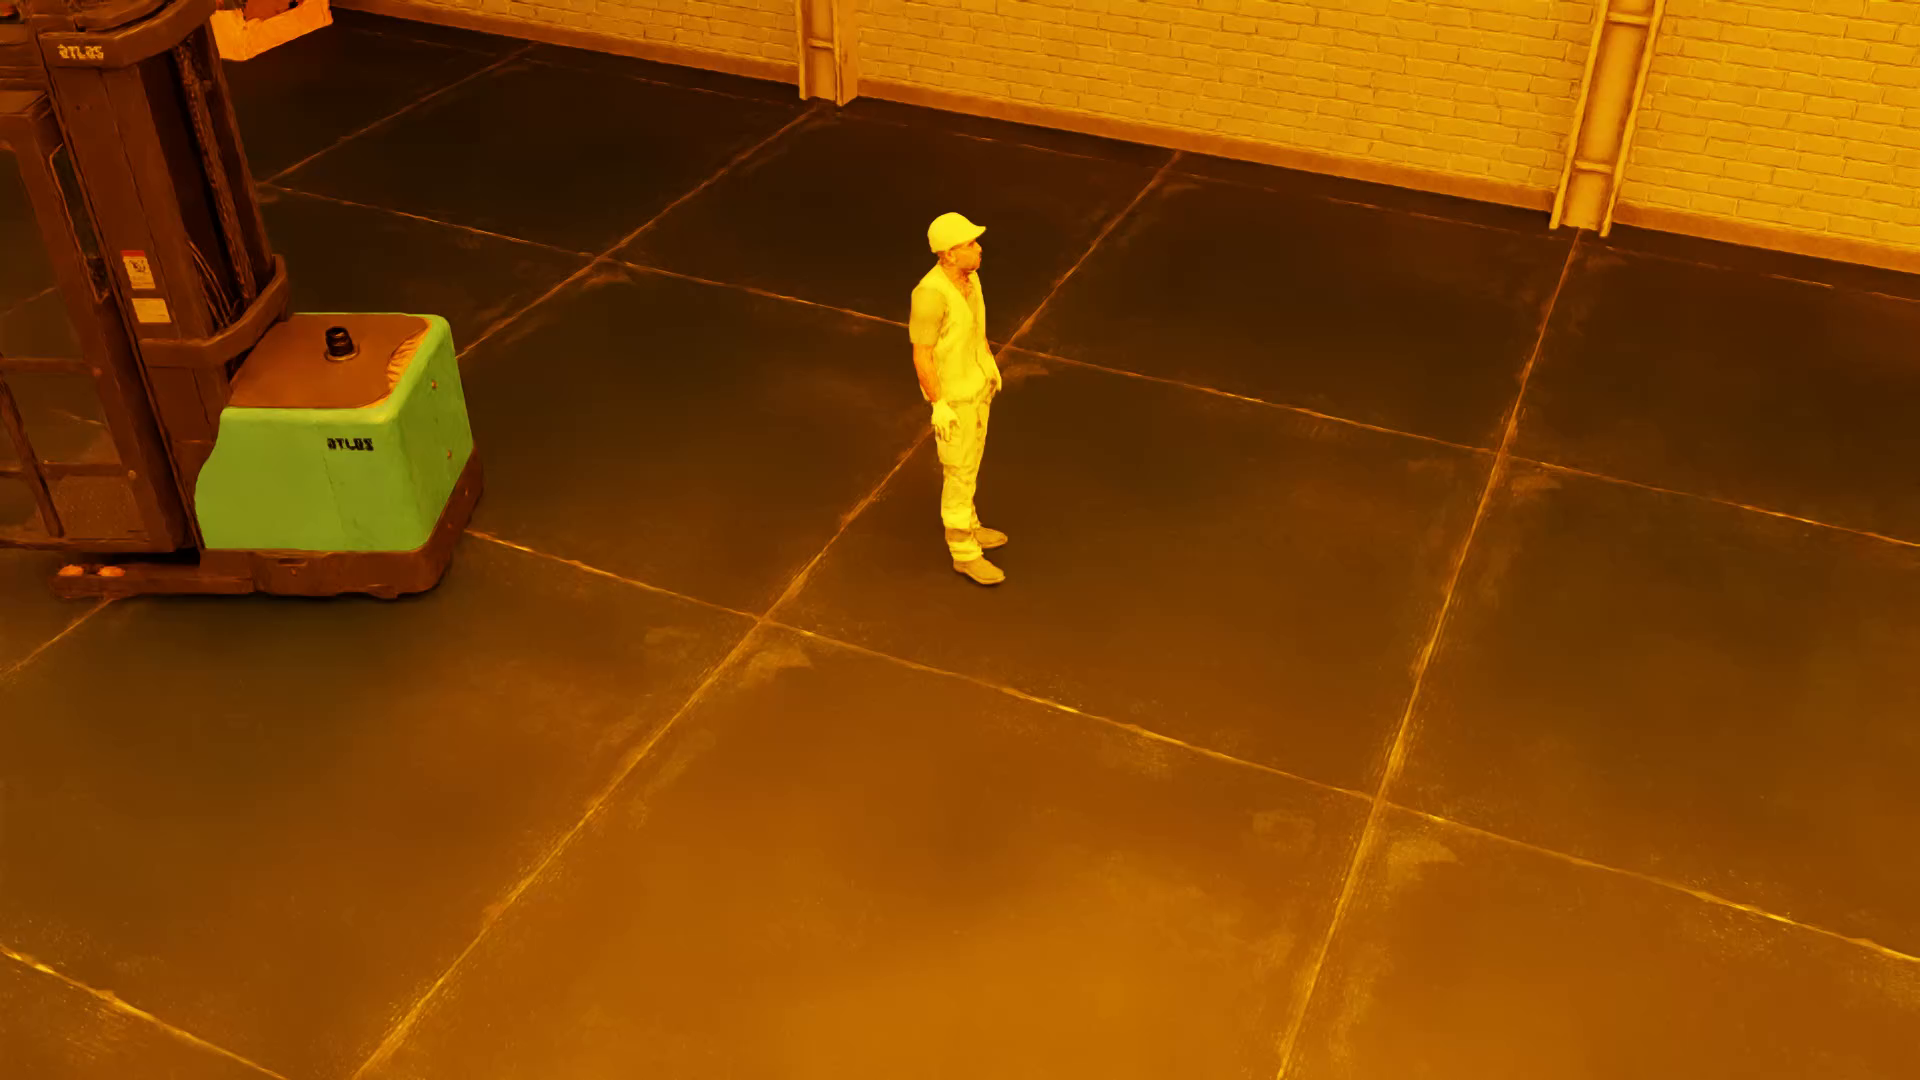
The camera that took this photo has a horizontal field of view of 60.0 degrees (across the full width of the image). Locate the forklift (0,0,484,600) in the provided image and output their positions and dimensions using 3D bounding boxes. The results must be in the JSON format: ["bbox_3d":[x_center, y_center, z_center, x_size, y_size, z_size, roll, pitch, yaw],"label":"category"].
[{"bbox_3d":[-4.074,-1.205,7.776,3.031,2.935,1.130,1,36,1],"label":"forklift"}]

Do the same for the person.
[{"bbox_3d":[0.069,-0.709,8.052,0.563,1.787,0.637,15,38,20],"label":"person"}]
